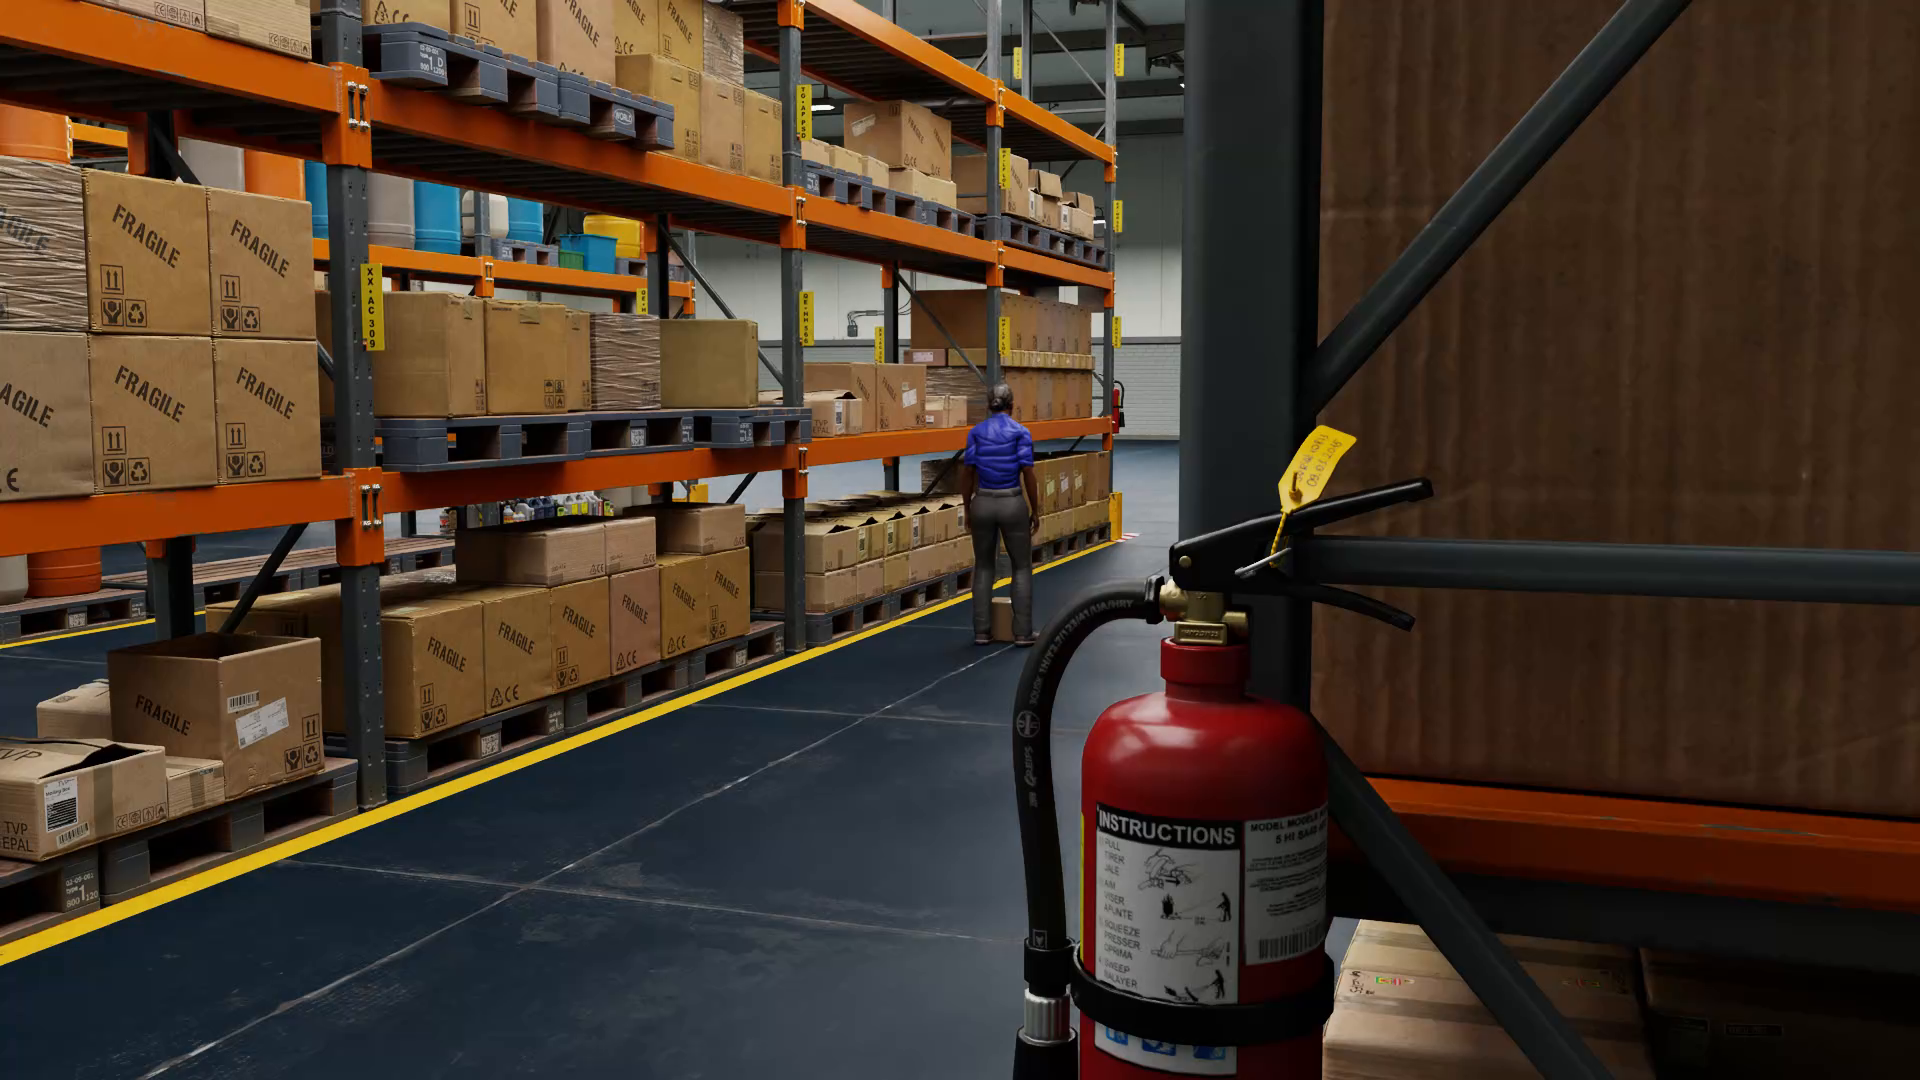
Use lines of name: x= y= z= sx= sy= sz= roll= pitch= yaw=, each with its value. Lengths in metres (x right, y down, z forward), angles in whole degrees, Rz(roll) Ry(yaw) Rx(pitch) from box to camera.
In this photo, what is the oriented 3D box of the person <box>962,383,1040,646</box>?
person: x=0.267 y=-0.163 z=10.521 sx=0.514 sy=1.654 sz=0.352 roll=2 pitch=6 yaw=17
